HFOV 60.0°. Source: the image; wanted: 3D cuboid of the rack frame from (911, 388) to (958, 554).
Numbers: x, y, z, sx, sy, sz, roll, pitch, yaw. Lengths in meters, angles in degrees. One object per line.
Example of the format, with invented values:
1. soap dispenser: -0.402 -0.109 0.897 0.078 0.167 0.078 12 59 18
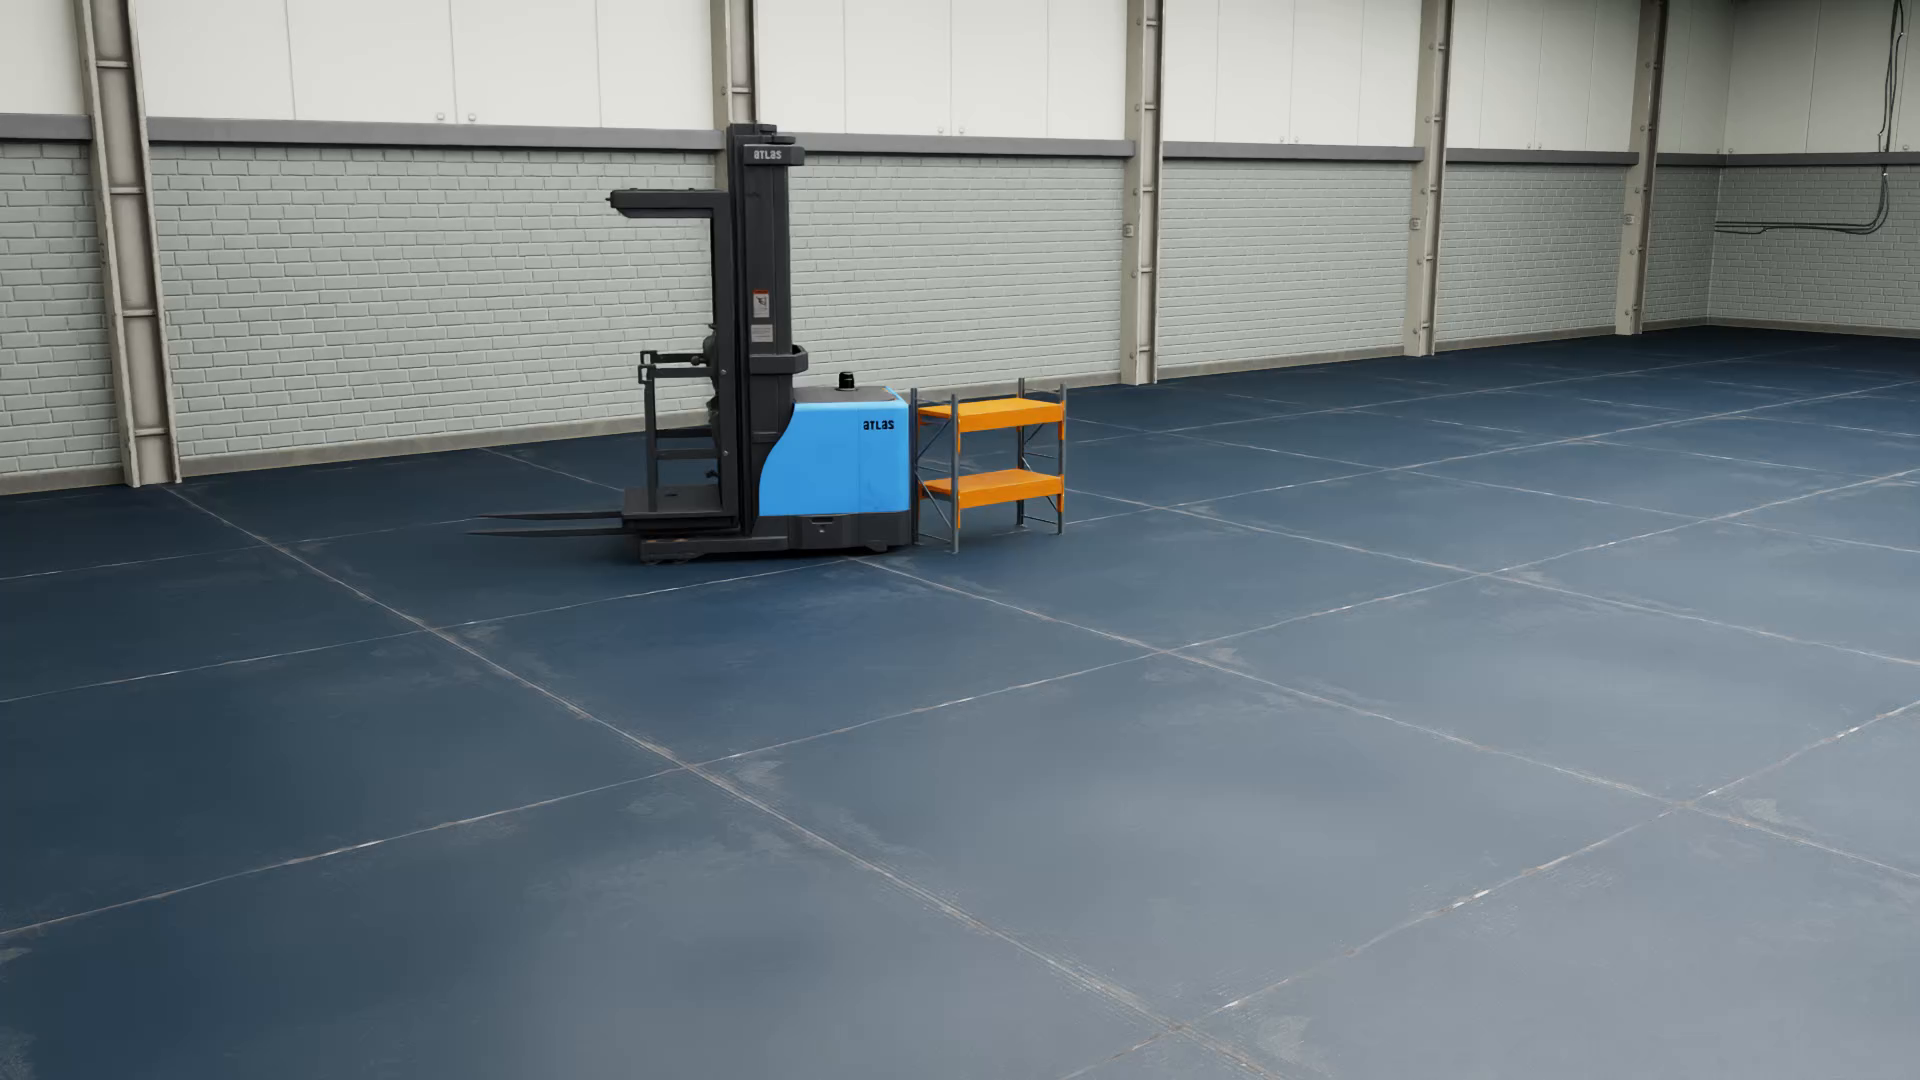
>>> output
1. rack frame: -0.182 -0.491 11.735 0.032 1.125 0.500 -10 15 -38

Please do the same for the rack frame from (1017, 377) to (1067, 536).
1. rack frame: 0.605 -0.625 12.365 0.032 1.125 0.500 -10 15 -38

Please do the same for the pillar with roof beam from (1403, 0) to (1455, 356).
1. pillar with roof beam: 9.713 -6.541 21.270 0.400 9.000 9.100 -9 15 -38

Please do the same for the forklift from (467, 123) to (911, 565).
1. forklift: -1.908 -1.384 11.592 3.031 2.935 1.130 -2 12 -9

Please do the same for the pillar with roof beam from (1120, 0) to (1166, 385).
1. pillar with roof beam: 5.028 -5.763 17.603 0.400 9.000 9.100 -9 15 -38

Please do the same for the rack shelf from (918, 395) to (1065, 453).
1. rack shelf: 0.212 -0.845 11.990 1.000 0.278 0.538 -10 15 -38

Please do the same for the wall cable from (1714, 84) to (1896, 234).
1. wall cable: 14.836 -6.667 29.337 0.112 2.526 3.097 -9 15 -38

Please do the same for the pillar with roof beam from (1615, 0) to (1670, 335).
1. pillar with roof beam: 14.399 -7.320 24.936 0.400 9.000 9.100 -9 15 -38

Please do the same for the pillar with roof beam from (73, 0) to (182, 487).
1. pillar with roof beam: -4.342 -4.206 10.270 0.400 9.000 9.100 -9 15 -38

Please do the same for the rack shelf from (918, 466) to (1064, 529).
1. rack shelf: 0.212 -0.319 12.101 1.000 0.278 0.538 -10 15 -38

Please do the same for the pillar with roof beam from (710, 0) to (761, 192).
1. pillar with roof beam: 0.343 -4.984 13.937 0.400 9.000 9.100 -9 15 -38

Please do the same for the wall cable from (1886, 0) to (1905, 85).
1. wall cable: 16.526 -8.699 26.746 0.112 2.526 3.097 -9 15 -38

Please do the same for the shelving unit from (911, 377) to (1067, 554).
1. shelving unit: 0.212 -0.558 12.050 1.048 1.125 0.538 -10 15 -38
